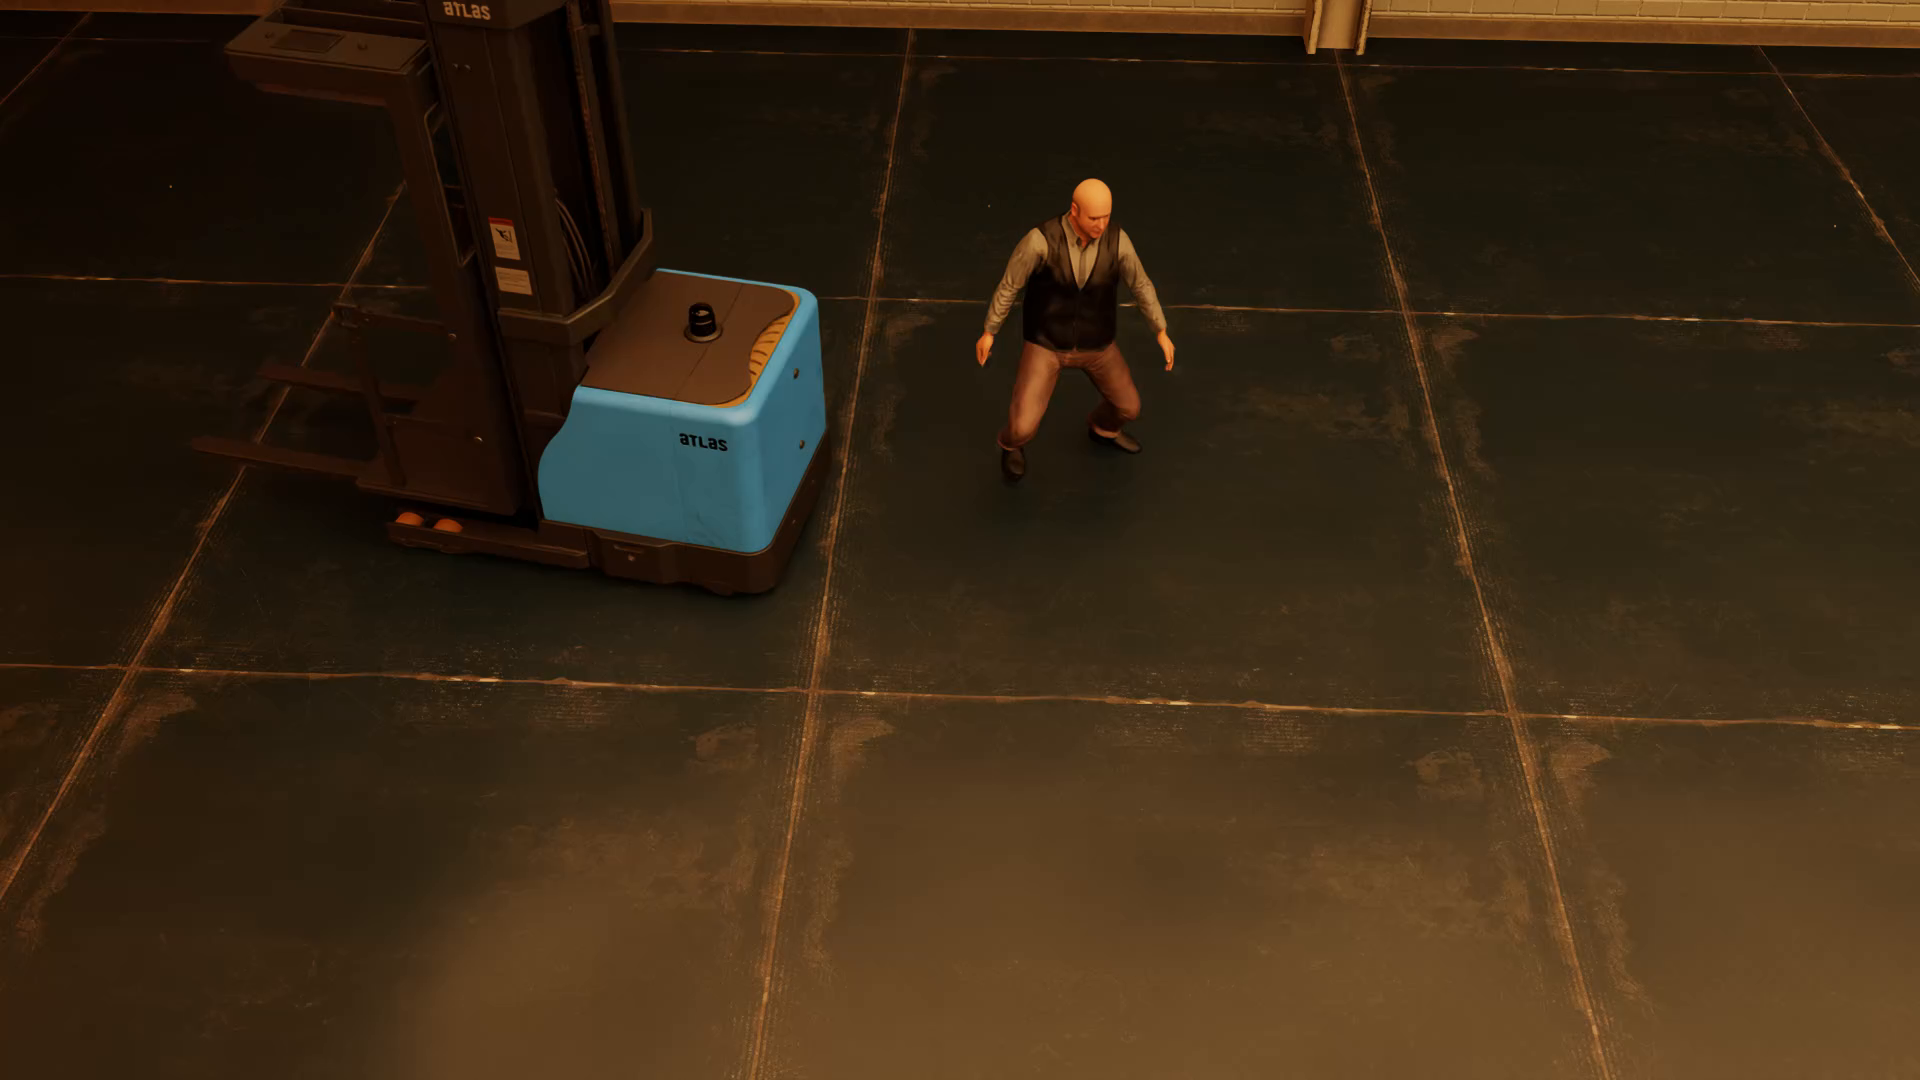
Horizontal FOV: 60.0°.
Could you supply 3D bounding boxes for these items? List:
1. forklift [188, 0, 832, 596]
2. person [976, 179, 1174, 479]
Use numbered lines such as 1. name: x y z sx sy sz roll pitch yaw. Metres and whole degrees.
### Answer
1. forklift: -2.207 -1.355 7.226 3.031 2.935 1.130 9 43 10
2. person: 0.533 -0.934 7.763 0.916 1.615 0.593 -5 43 -5
